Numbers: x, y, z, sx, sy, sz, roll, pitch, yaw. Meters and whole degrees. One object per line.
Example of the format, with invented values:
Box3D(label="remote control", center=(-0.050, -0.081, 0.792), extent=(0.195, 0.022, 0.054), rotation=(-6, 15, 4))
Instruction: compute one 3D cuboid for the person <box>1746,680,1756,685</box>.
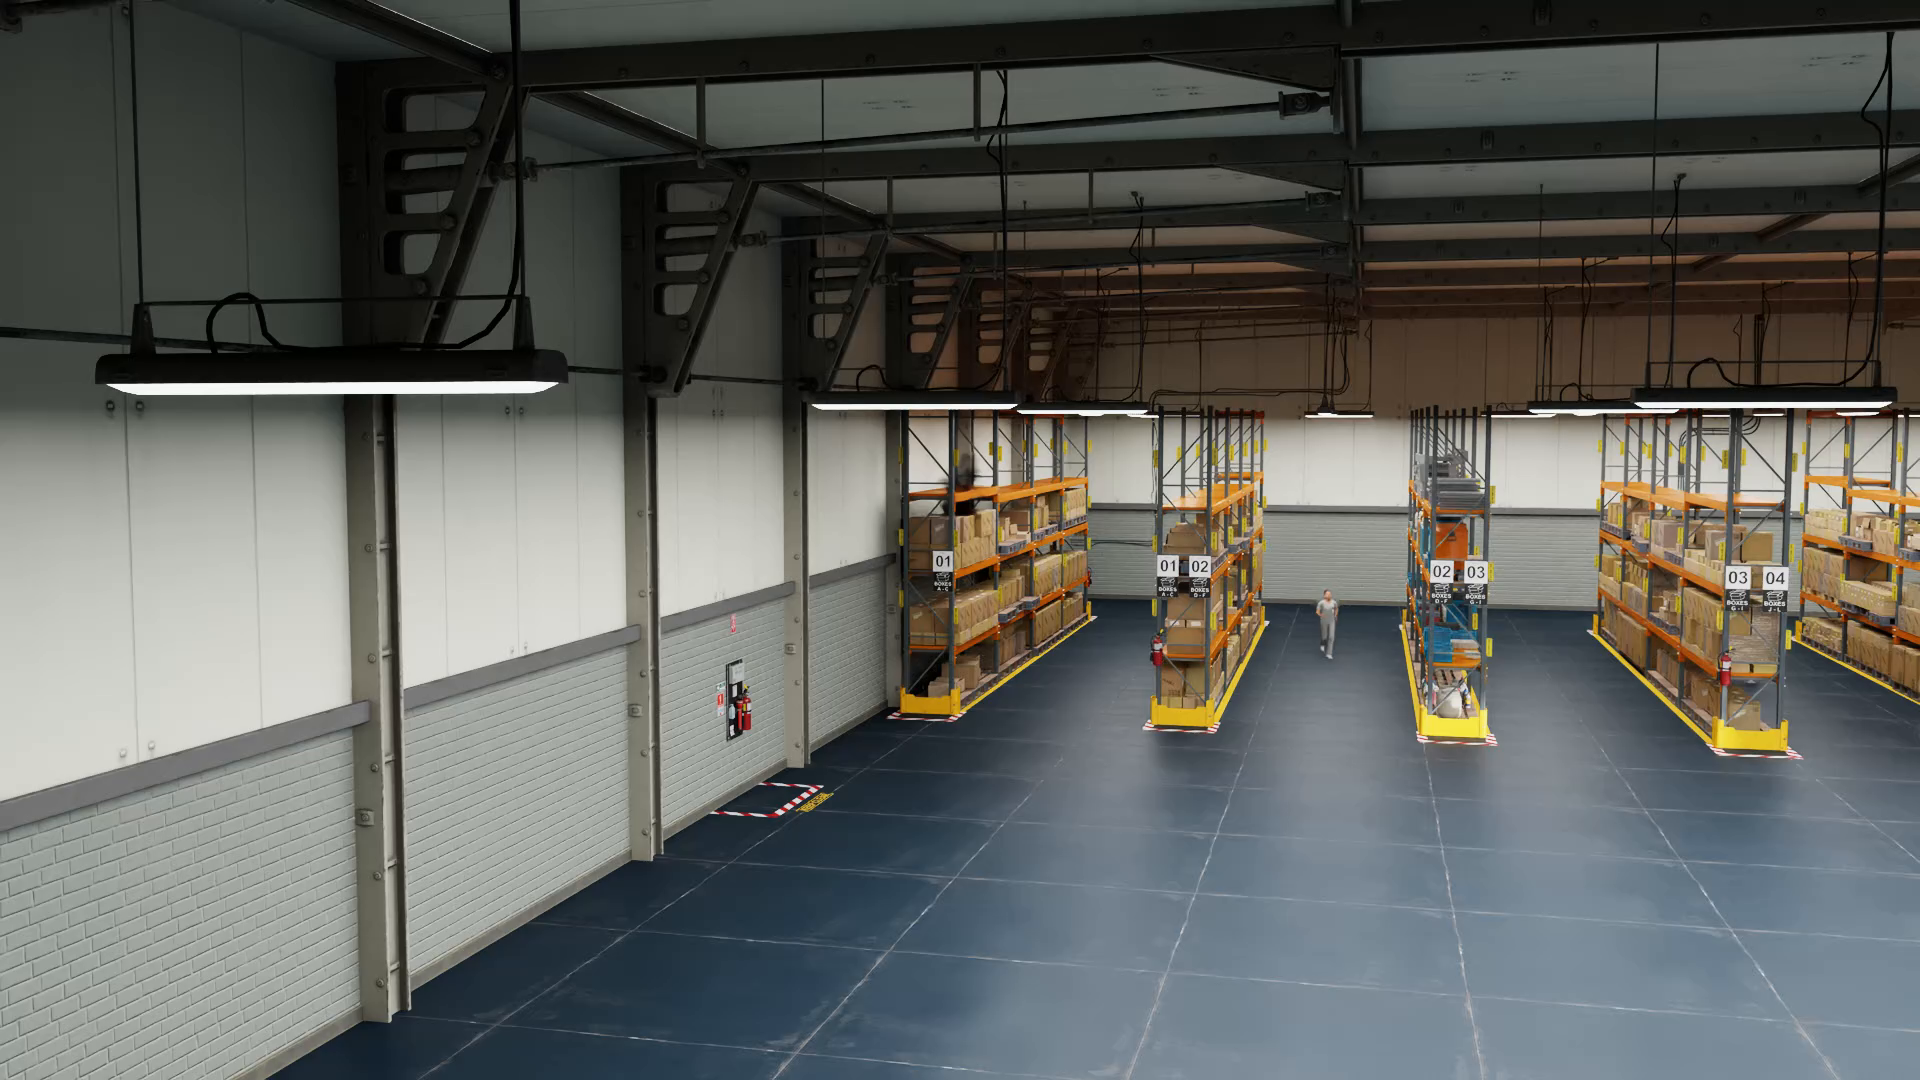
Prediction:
Box3D(label="person", center=(17.234, 2.283, 36.002), extent=(0.682, 1.734, 0.742), rotation=(1, 4, 12))

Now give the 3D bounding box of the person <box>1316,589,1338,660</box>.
Box3D(label="person", center=(8.886, 2.015, 40.193), extent=(0.567, 1.660, 0.881), rotation=(0, 4, 1))
